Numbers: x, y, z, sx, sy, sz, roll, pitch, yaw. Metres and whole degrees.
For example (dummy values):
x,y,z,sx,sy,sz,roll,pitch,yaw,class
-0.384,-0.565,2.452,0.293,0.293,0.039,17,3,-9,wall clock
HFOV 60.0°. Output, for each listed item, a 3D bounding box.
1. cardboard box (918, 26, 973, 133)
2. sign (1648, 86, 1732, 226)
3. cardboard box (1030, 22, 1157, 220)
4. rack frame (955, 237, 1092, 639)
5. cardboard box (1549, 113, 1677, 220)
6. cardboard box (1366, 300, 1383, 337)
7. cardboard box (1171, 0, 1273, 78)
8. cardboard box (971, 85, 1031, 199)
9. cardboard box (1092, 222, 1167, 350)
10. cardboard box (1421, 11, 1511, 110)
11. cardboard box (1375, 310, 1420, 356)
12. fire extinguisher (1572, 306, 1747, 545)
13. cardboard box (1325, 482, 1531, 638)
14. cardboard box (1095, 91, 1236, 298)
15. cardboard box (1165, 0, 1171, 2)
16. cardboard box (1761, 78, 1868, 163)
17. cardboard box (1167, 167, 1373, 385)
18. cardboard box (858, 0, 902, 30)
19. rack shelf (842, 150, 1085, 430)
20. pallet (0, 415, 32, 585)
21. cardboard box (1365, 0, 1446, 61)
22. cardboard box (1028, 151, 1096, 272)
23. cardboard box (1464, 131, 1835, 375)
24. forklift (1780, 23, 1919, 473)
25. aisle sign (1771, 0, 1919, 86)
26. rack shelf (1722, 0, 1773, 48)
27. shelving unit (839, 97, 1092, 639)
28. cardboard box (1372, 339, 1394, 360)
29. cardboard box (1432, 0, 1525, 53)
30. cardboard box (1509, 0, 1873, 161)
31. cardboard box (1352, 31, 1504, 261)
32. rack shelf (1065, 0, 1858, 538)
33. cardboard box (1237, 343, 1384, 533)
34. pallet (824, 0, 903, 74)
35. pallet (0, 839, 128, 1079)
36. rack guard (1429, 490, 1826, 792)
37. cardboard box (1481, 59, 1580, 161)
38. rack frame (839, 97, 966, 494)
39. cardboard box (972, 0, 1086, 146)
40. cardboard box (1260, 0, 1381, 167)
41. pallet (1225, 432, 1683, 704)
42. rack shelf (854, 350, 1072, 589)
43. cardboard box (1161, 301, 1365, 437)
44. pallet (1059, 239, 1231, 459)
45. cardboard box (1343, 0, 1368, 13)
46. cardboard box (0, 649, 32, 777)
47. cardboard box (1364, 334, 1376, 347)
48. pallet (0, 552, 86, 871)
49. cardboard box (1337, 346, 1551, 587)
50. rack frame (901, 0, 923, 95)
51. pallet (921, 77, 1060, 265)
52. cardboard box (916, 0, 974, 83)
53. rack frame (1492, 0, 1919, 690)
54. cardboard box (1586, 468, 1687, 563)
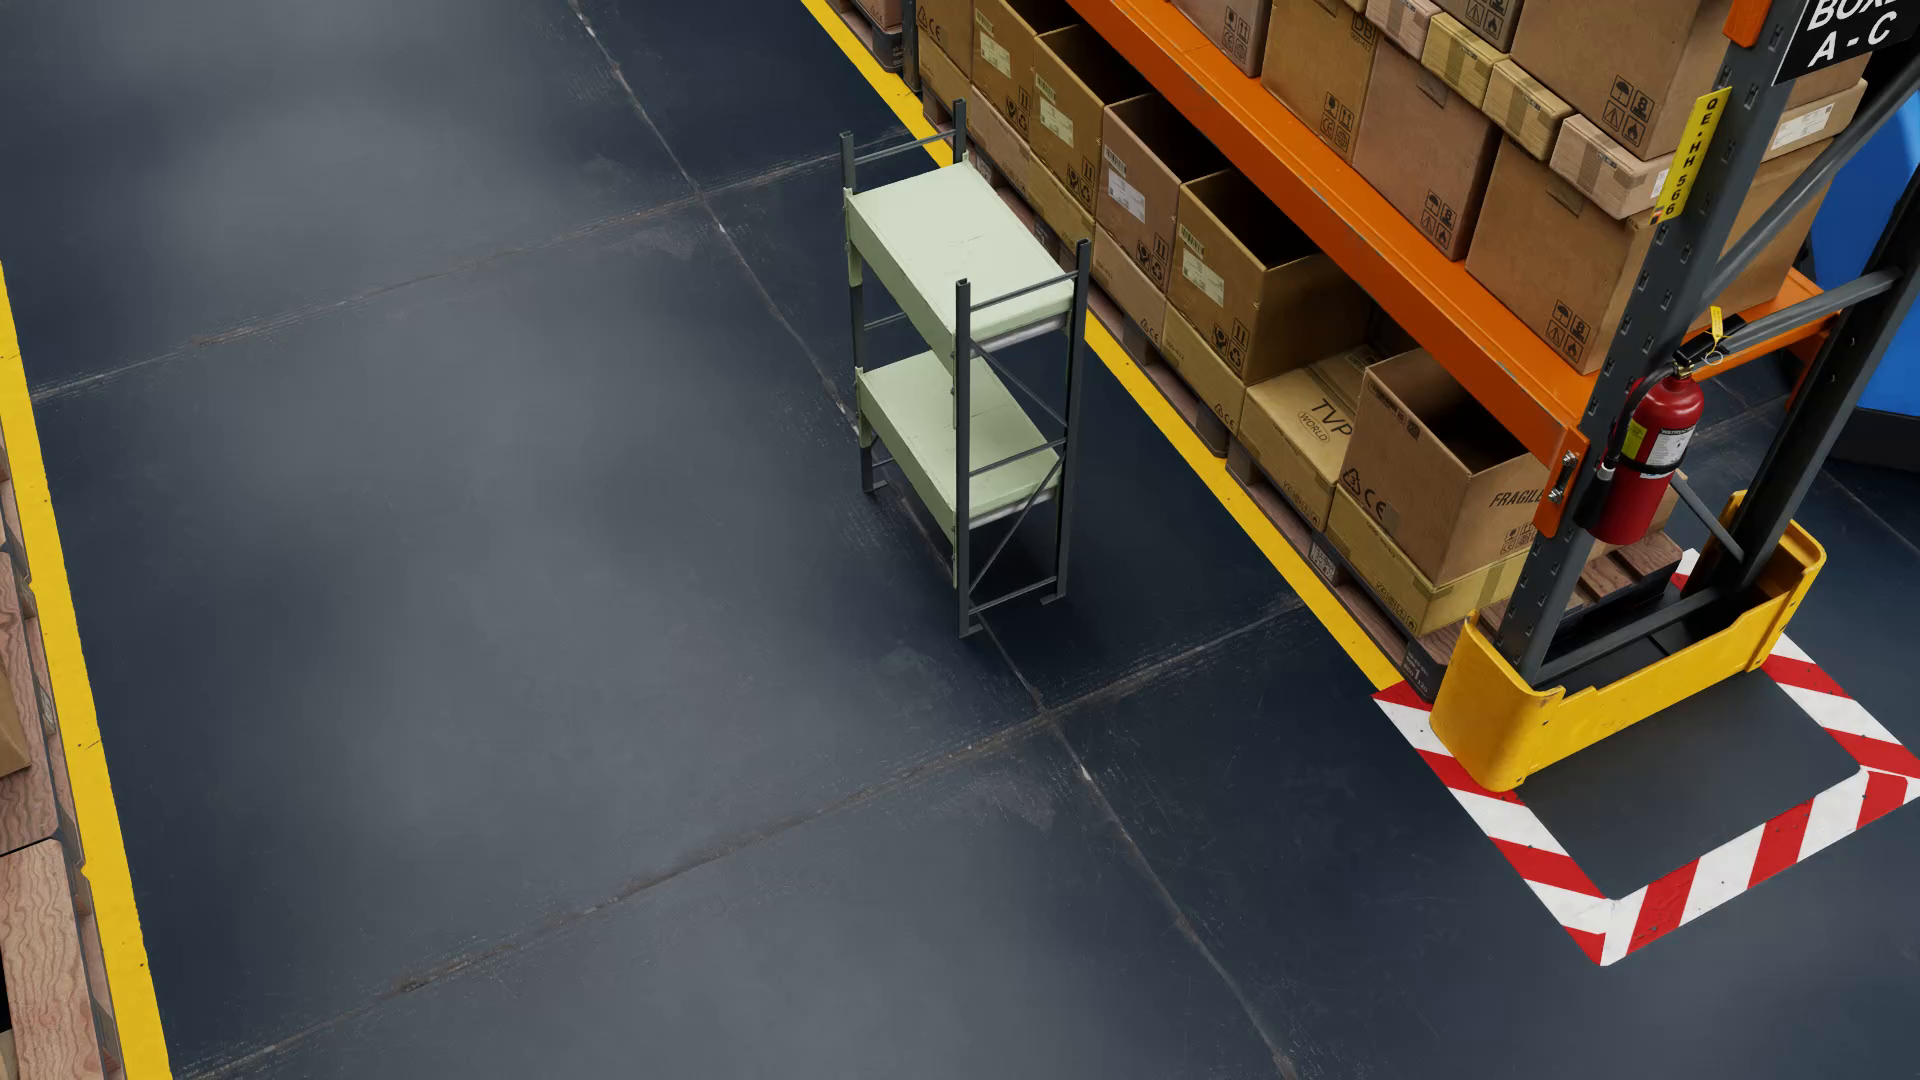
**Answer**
x,y,z,sx,sy,sz,roll,pitch,yaw,class
0.156,-2.027,7.078,0.500,0.250,0.500,-21,52,-18,cardboard box
1.555,-0.814,3.542,0.100,0.325,0.005,-21,52,-18,sign
0.605,-1.602,6.208,0.500,0.500,0.500,-21,52,-18,cardboard box
0.171,-0.244,4.967,0.400,1.500,0.023,-21,52,-18,rack frame
1.700,-0.969,4.107,0.380,0.149,0.250,-22,52,-18,cardboard box
1.525,-1.112,5.779,0.500,0.500,0.500,-21,52,-18,cardboard box
1.131,-1.917,5.368,0.700,0.500,0.500,-20,52,-16,cardboard box
0.380,-1.691,6.784,0.500,0.250,0.500,-21,52,-18,cardboard box
0.839,-1.022,6.199,0.500,0.250,0.500,-21,52,-18,cardboard box
1.461,-1.314,4.410,0.380,0.149,0.250,-22,52,-18,cardboard box
1.766,-0.782,5.490,0.500,0.500,0.500,-21,52,-18,cardboard box
1.685,-0.268,4.043,0.296,0.674,0.183,-21,52,-18,fire extinguisher
1.536,-0.022,5.324,0.500,0.250,0.500,-21,52,-18,cardboard box
0.836,-1.268,5.916,0.500,0.500,0.500,-21,52,-18,cardboard box
0.895,-2.259,5.667,0.700,0.500,0.500,-20,52,-17,cardboard box
2.056,-1.115,4.235,0.380,0.149,0.250,-22,52,-18,cardboard box
1.063,-0.933,5.623,0.500,0.500,0.500,-21,52,-18,cardboard box
-0.234,-2.620,7.596,0.500,0.250,0.500,-22,52,-18,cardboard box
0.003,-0.746,4.888,0.431,0.370,0.720,-21,52,-18,rack shelf
-3.851,-0.145,5.737,1.003,0.211,1.213,-21,52,-18,pallet
1.348,-1.484,4.557,0.380,0.149,0.250,-21,52,-17,cardboard box
0.605,-1.355,6.490,0.500,0.250,0.500,-21,52,-18,cardboard box
1.842,-0.882,4.462,0.700,0.500,0.500,-21,52,-18,cardboard box
3.884,-2.234,5.757,1.130,2.935,3.031,11,50,9,forklift
1.813,-1.243,3.117,0.394,0.787,0.004,-21,52,-18,aisle sign
1.129,-2.621,4.535,1.077,0.370,4.000,-21,52,-18,rack shelf
0.003,-0.489,5.182,0.431,1.500,0.755,-21,52,-18,shelving unit
1.764,-0.534,5.772,0.500,0.250,0.500,-21,52,-18,cardboard box
1.572,-1.695,4.311,0.700,0.500,0.500,-22,53,-18,cardboard box
1.817,-1.344,4.005,0.700,0.500,0.500,-21,52,-17,cardboard box
1.597,-1.232,4.768,0.700,0.500,0.500,-20,52,-17,cardboard box
1.129,-1.634,5.664,1.077,0.370,4.000,-21,52,-18,rack shelf
1.296,-0.353,5.614,0.500,0.250,0.500,-21,52,-18,cardboard box
-0.158,-2.771,8.033,1.003,0.211,1.213,-21,52,-18,pallet
-2.734,1.488,4.308,1.003,0.211,1.213,-21,52,-18,pallet
2.055,0.307,5.149,1.175,0.500,0.348,-21,52,-18,rack guard
1.579,-1.143,4.260,0.380,0.149,0.250,-20,52,-17,cardboard box
-0.164,-0.734,5.396,0.400,1.500,0.023,-21,52,-18,rack frame
0.383,-1.939,6.503,0.500,0.500,0.500,-21,52,-18,cardboard box
1.375,-1.566,5.060,0.700,0.500,0.500,-21,52,-17,cardboard box
1.657,-0.112,5.707,1.003,0.211,1.213,-21,52,-18,pallet
0.003,-0.275,5.427,0.431,0.370,0.720,-21,52,-18,rack shelf
1.066,-0.687,5.906,0.500,0.250,0.500,-21,52,-18,cardboard box
1.102,-0.927,6.420,1.003,0.211,1.213,-21,52,-18,pallet
1.228,-1.659,4.711,0.380,0.149,0.250,-20,52,-16,cardboard box
-3.148,0.471,4.714,0.700,0.500,0.500,-24,53,-20,cardboard box
1.536,-0.869,6.065,0.500,0.250,0.500,-21,52,-18,cardboard box
-3.288,0.672,5.022,1.003,0.211,1.213,-21,52,-18,pallet
1.534,-0.268,5.042,0.500,0.500,0.500,-21,52,-18,cardboard box
0.213,-3.209,6.564,1.000,3.000,0.127,-21,52,-18,rack frame
0.540,-1.745,7.136,1.003,0.211,1.213,-21,52,-18,pallet
0.147,-2.271,6.793,0.500,0.500,0.500,-21,52,-18,cardboard box
2.044,-0.532,4.223,1.000,3.000,0.127,-21,52,-18,rack frame
1.996,-0.201,5.480,0.500,0.250,0.500,-21,52,-18,cardboard box
